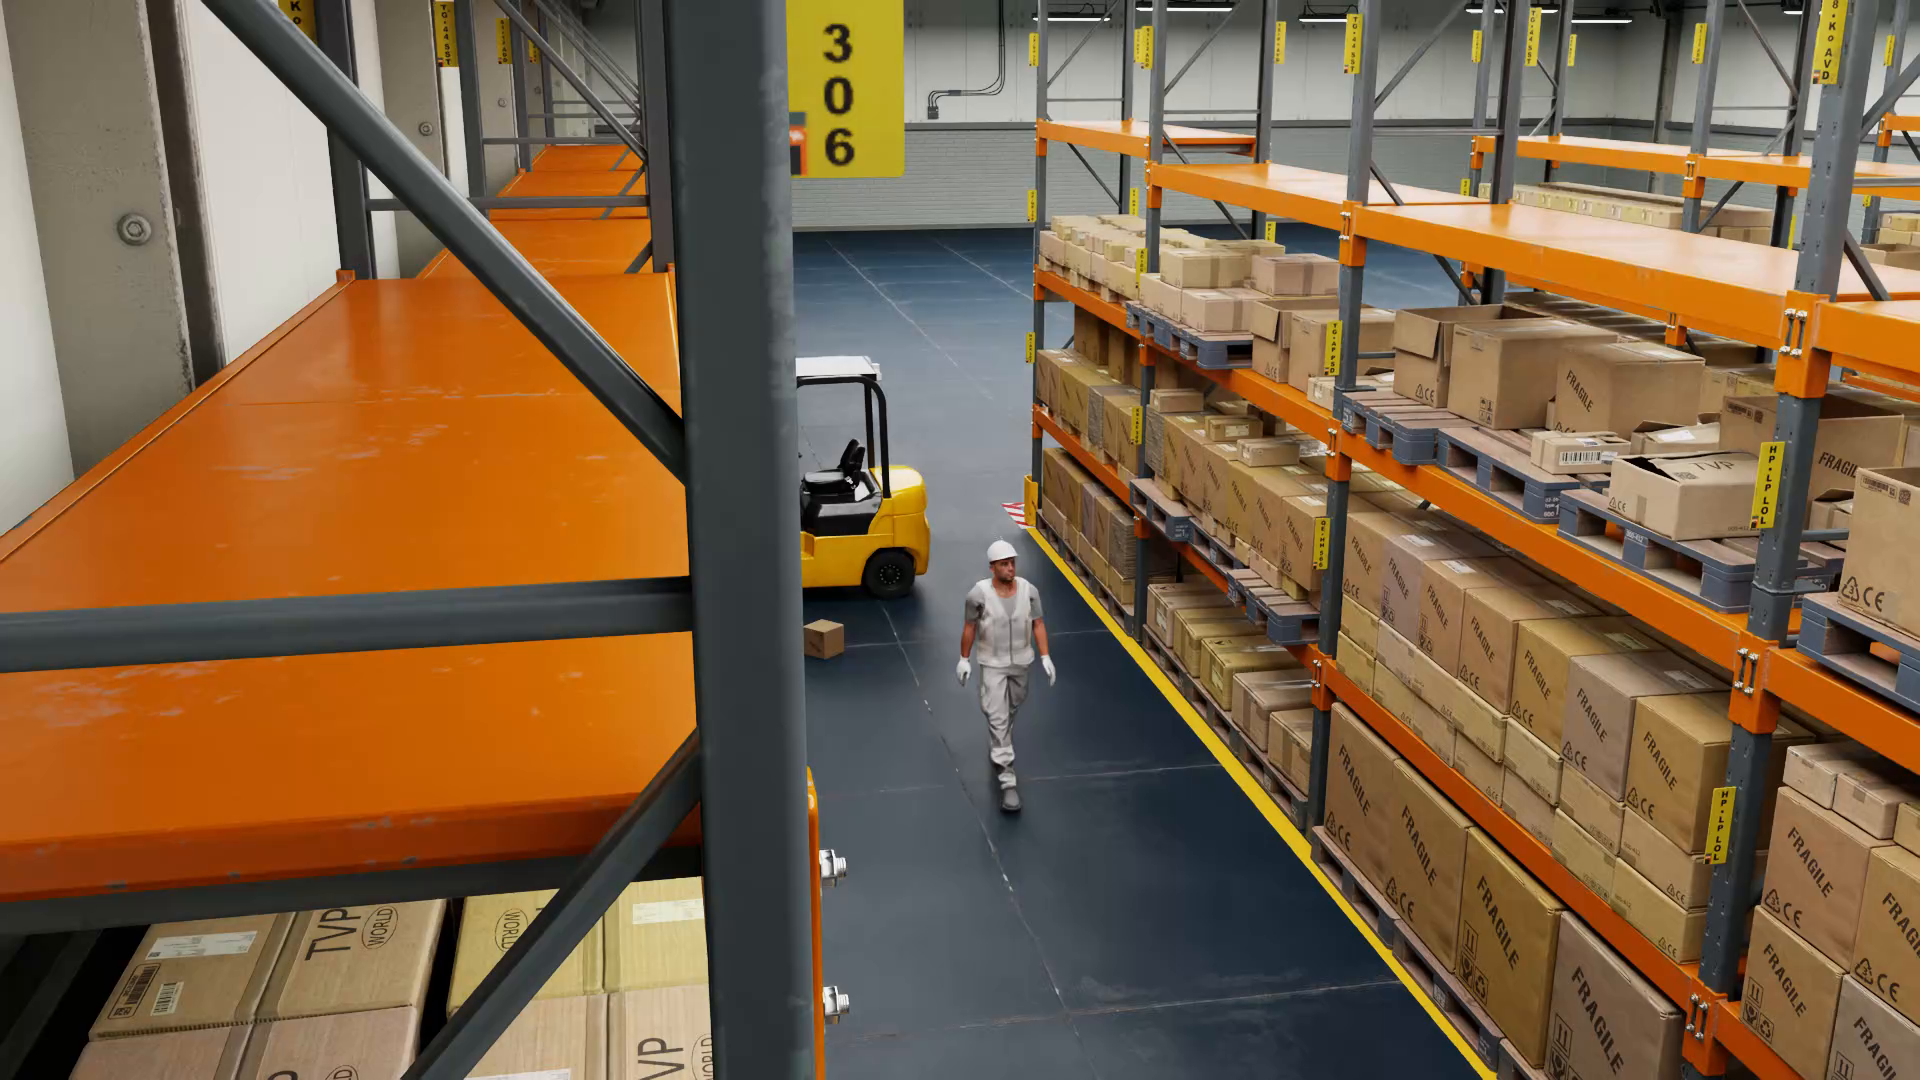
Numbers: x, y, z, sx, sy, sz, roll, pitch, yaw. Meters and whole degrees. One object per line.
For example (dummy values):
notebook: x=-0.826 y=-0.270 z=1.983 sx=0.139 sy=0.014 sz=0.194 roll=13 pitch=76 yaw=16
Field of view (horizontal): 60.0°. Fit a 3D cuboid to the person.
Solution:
person: x=0.347 y=0.869 z=11.424 sx=0.607 sy=1.735 sz=0.984 roll=-6 pitch=17 yaw=-19
